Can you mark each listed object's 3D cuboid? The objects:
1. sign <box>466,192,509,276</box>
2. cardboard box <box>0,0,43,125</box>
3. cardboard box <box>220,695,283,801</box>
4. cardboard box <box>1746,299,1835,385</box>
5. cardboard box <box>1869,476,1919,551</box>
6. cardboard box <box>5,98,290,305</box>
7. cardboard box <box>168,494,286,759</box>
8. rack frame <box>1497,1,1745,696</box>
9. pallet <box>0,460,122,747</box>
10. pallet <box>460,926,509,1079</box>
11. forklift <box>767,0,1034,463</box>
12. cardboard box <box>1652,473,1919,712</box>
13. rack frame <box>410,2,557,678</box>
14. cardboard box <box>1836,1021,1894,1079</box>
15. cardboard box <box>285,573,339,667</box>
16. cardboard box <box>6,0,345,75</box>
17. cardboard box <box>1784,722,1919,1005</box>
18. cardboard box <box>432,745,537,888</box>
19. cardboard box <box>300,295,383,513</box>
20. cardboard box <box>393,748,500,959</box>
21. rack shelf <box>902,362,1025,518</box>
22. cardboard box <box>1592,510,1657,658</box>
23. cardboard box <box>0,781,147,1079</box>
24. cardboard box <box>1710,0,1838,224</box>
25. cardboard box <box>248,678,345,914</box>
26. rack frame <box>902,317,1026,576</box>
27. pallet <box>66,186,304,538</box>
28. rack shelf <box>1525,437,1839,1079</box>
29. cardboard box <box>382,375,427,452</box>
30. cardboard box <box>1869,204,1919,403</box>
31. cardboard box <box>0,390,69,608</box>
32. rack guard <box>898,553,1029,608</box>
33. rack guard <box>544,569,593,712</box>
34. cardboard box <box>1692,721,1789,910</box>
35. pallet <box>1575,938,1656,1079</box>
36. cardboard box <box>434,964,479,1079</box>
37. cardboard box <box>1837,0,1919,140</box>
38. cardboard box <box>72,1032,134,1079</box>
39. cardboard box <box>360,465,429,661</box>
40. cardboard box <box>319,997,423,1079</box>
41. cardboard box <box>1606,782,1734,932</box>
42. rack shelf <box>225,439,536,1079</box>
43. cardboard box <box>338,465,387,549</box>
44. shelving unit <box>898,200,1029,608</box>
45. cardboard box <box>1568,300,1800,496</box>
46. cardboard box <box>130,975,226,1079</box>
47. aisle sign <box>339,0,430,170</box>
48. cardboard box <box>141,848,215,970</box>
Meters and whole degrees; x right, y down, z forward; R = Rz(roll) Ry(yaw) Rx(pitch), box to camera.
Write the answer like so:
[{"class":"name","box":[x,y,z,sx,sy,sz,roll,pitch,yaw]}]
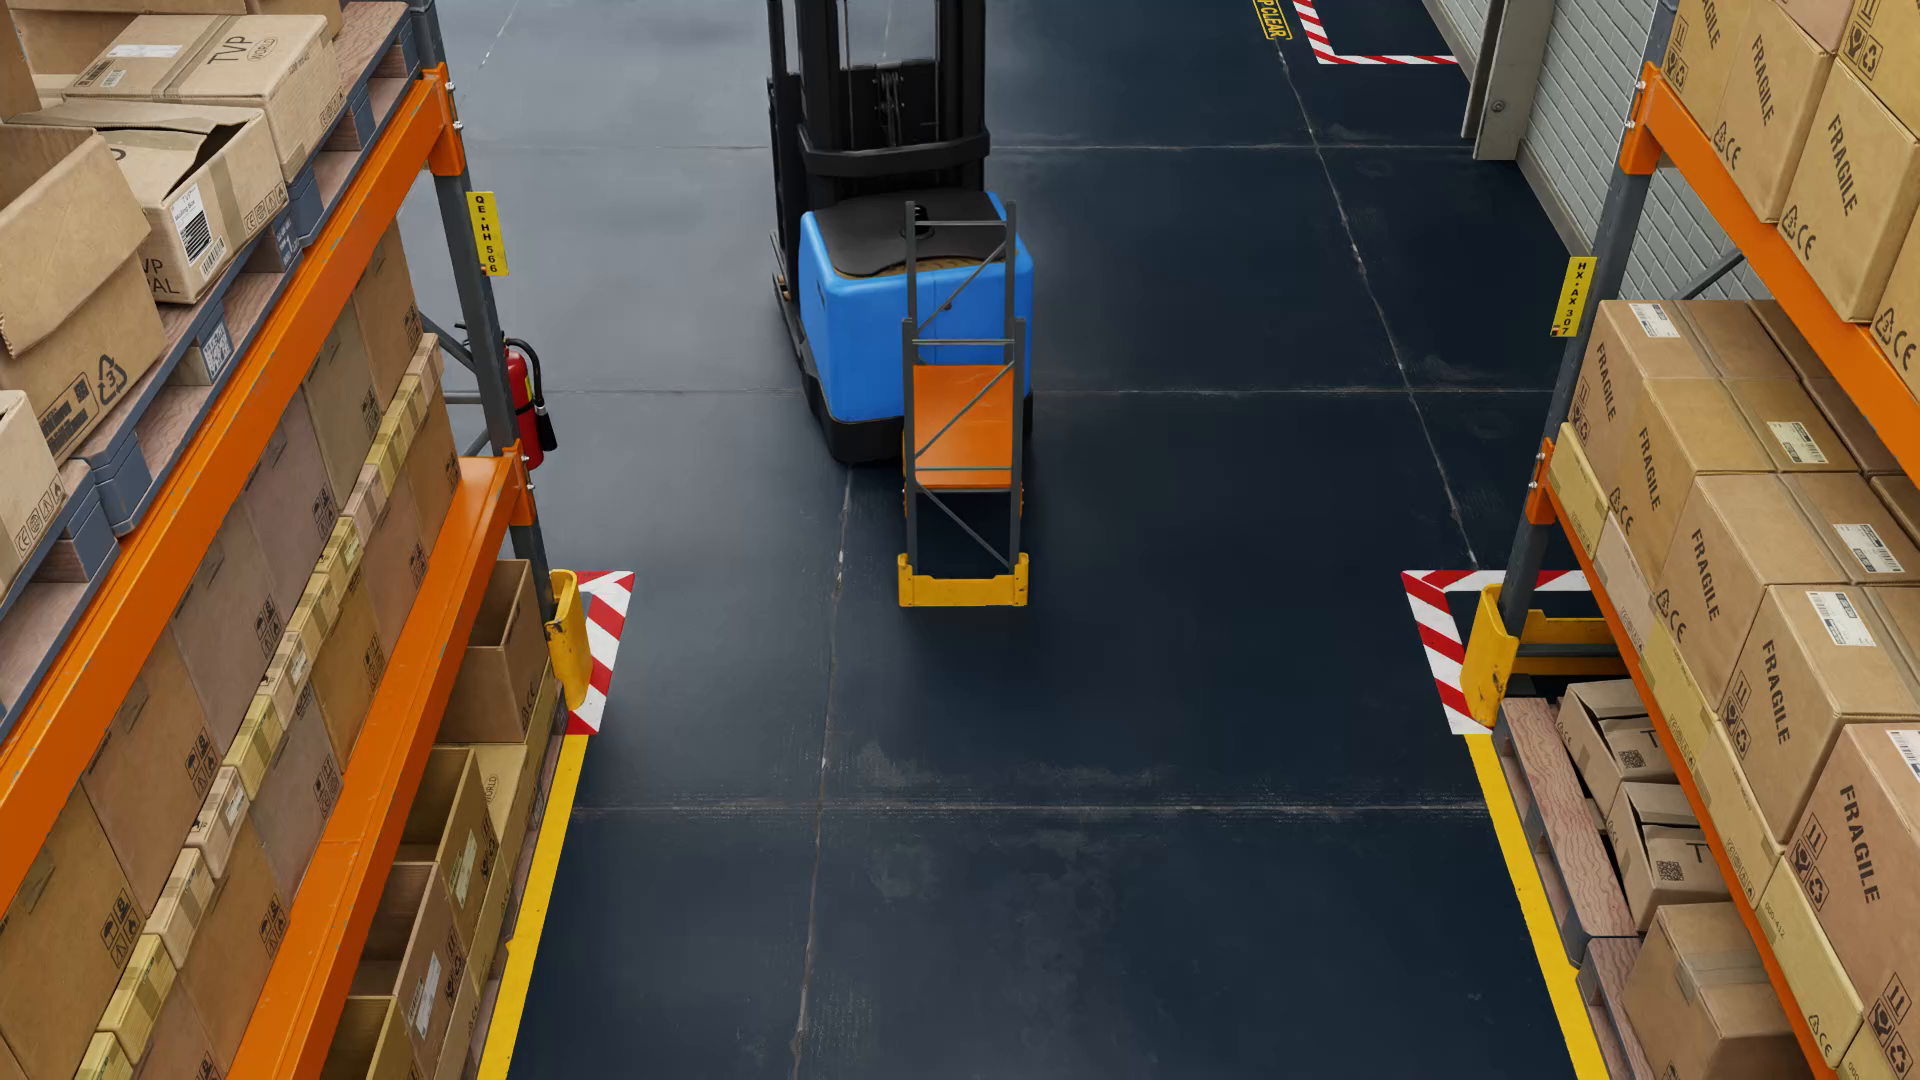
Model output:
[{"class":"sign","box":[-1.654,-1.068,5.814,0.100,0.325,0.005,0,39,0]},{"class":"cardboard box","box":[-2.468,-0.921,3.820,0.500,0.500,0.500,0,39,0]},{"class":"cardboard box","box":[-2.004,0.541,4.323,0.380,0.149,0.250,0,39,0]},{"class":"cardboard box","box":[2.970,-0.485,5.706,0.500,0.500,0.500,0,39,-1]},{"class":"cardboard box","box":[2.966,0.153,4.910,0.500,0.500,0.500,-1,39,-1]},{"class":"cardboard box","box":[-1.931,-0.818,3.843,0.500,0.311,0.500,4,39,5]},{"class":"cardboard box","box":[-2.200,0.205,4.223,0.700,0.500,0.500,0,39,0]},{"class":"rack frame","box":[2.757,-0.538,6.268,1.000,3.000,0.127,0,39,0]},{"class":"pallet","box":[-2.219,0.300,2.894,1.003,0.211,1.213,0,39,0]},{"class":"pallet","box":[-2.155,1.796,5.586,1.003,0.211,1.213,0,39,0]},{"class":"forklift","box":[-0.469,-2.459,8.721,1.130,2.935,3.031,-9,39,-11]},{"class":"cardboard box","box":[2.442,0.151,4.912,0.500,0.500,0.500,-1,39,-2]},{"class":"rack frame","box":[-2.196,-0.532,6.260,1.000,3.000,0.127,0,39,0]},{"class":"cardboard box","box":[2.466,1.407,3.945,0.500,0.250,0.500,0,39,0]},{"class":"cardboard box","box":[-2.002,0.225,4.718,0.380,0.149,0.250,1,39,1]},{"class":"cardboard box","box":[-2.200,-1.602,4.666,0.797,0.503,0.637,2,39,3]},{"class":"cardboard box","box":[2.456,0.799,4.104,0.500,0.500,0.500,-1,39,-1]},{"class":"cardboard box","box":[-1.888,1.025,6.181,0.500,0.250,0.500,0,39,0]},{"class":"cardboard box","box":[-2.202,-0.423,5.007,0.700,0.500,0.500,-1,39,-1]},{"class":"cardboard box","box":[-1.882,1.045,5.556,0.500,0.500,0.500,0,39,0]},{"class":"rack shelf","box":[0.009,-0.481,7.684,0.538,0.185,1.000,0,39,0]},{"class":"cardboard box","box":[2.455,0.143,5.522,0.500,0.250,0.500,-1,39,-1]},{"class":"cardboard box","box":[-2.200,0.831,3.443,0.700,0.500,0.500,0,39,0]},{"class":"cardboard box","box":[2.473,-1.210,4.612,0.500,0.500,0.500,2,39,3]},{"class":"cardboard box","box":[-2.204,0.689,4.657,0.700,0.500,0.500,1,39,1]},{"class":"rack frame","box":[0.015,-0.304,7.175,0.500,1.500,0.032,0,39,0]},{"class":"pallet","box":[-2.217,-0.461,3.844,1.003,0.211,1.213,0,39,0]},{"class":"rack shelf","box":[2.760,0.994,4.932,1.077,0.370,4.000,0,39,0]},{"class":"cardboard box","box":[-2.004,-0.421,5.524,0.380,0.149,0.250,1,39,1]},{"class":"cardboard box","box":[2.499,-0.550,3.789,0.500,0.500,0.500,2,39,3]},{"class":"cardboard box","box":[-1.929,-0.037,2.868,0.500,0.311,0.500,-2,39,-3]},{"class":"rack guard","box":[0.015,0.183,7.567,0.587,0.250,0.087,0,39,0]},{"class":"rack guard","box":[-2.196,0.429,7.061,1.175,0.500,0.348,0,39,0]},{"class":"cardboard box","box":[2.448,0.778,4.730,0.500,0.250,0.500,0,39,0]},{"class":"pallet","box":[2.722,1.867,5.497,1.003,0.211,1.213,0,39,0]},{"class":"cardboard box","box":[-1.886,1.651,5.400,0.500,0.250,0.500,0,39,0]},{"class":"cardboard box","box":[2.477,-1.270,3.887,0.500,0.500,0.500,1,39,1]},{"class":"cardboard box","box":[-2.001,1.191,3.512,0.380,0.149,0.250,-1,39,-1]},{"class":"cardboard box","box":[-2.203,0.050,5.455,0.700,0.500,0.500,1,39,1]},{"class":"cardboard box","box":[-1.880,1.671,4.775,0.500,0.500,0.500,0,39,0]},{"class":"cardboard box","box":[2.669,1.129,5.986,0.500,0.311,0.500,3,39,4]},{"class":"rack shelf","box":[-2.194,1.000,4.925,1.077,0.370,4.000,0,39,0]},{"class":"cardboard box","box":[-2.005,-0.104,5.128,0.380,0.149,0.250,0,39,1]},{"class":"shelving unit","box":[0.009,-0.616,7.565,0.587,1.500,1.083,0,39,0]},{"class":"cardboard box","box":[2.457,-0.481,5.701,0.500,0.500,0.500,0,39,0]},{"class":"cardboard box","box":[-2.206,1.323,3.866,0.700,0.500,0.500,0,39,-1]},{"class":"aisle sign","box":[-1.903,-1.587,5.499,0.394,0.787,0.004,0,39,0]},{"class":"cardboard box","box":[-2.001,0.871,3.912,0.380,0.149,0.250,-1,39,-2]}]
